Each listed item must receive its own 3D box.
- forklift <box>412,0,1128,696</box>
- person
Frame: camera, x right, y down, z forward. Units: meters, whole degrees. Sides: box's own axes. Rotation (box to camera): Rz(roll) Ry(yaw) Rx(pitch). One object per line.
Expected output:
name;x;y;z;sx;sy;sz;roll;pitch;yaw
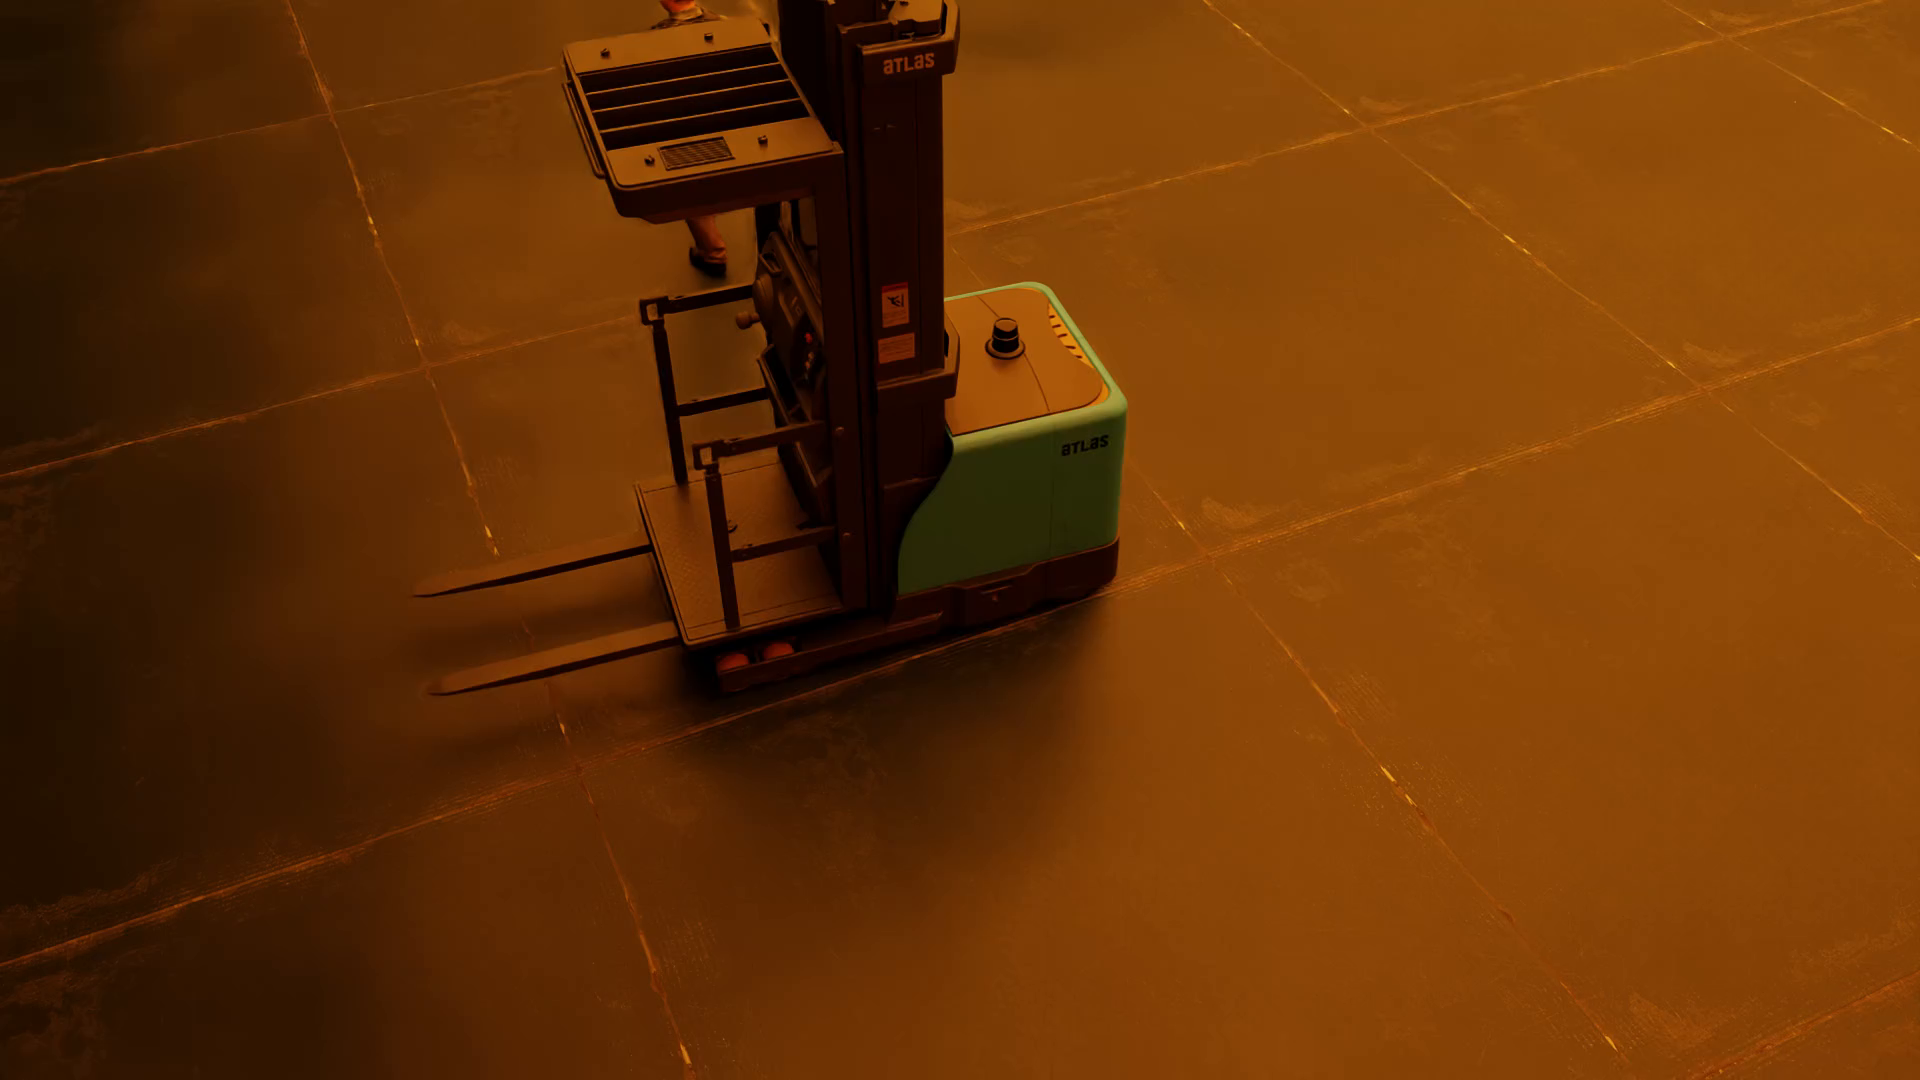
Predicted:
forklift;-0.860;-0.831;6.571;3.031;2.935;1.130;-14;45;-14
person;-1.467;-2.354;9.125;0.947;1.701;0.749;-29;50;-27
